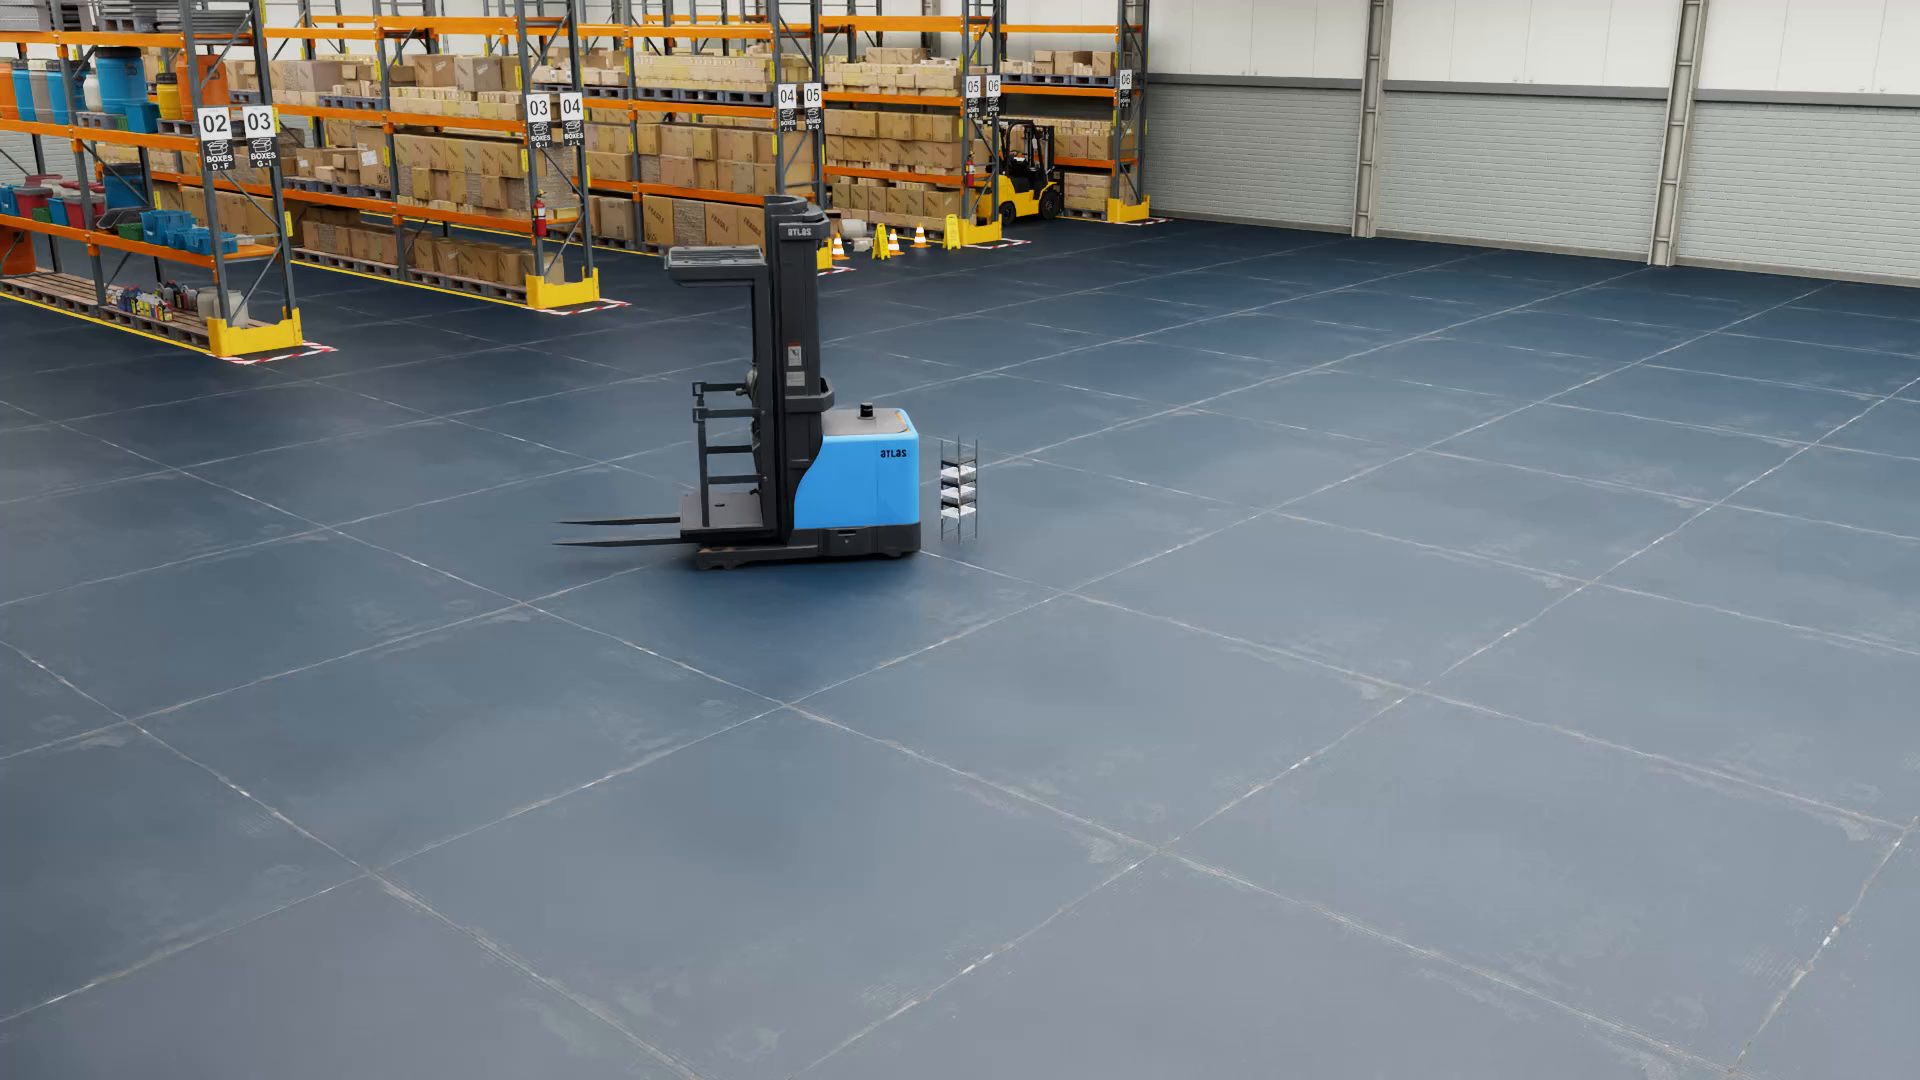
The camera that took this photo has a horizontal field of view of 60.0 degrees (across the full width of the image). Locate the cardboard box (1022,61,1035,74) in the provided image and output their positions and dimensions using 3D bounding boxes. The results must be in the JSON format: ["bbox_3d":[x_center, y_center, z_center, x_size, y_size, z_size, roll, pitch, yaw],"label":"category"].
[{"bbox_3d":[1.611,-10.557,37.148,0.258,0.266,0.396,14,23,38],"label":"cardboard box"}]

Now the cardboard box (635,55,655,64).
[{"bbox_3d":[-5.753,-8.834,30.595,0.250,0.149,0.380,15,23,40],"label":"cardboard box"}]

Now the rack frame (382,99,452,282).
[{"bbox_3d":[-9.167,-5.944,28.210,0.127,3.000,1.000,15,23,39],"label":"rack frame"}]

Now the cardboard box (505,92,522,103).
[{"bbox_3d":[-6.707,-6.753,25.390,0.250,0.149,0.380,14,22,38],"label":"cardboard box"}]

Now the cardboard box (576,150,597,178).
[{"bbox_3d":[-7.123,-7.341,32.446,0.500,0.500,0.500,15,23,40],"label":"cardboard box"}]

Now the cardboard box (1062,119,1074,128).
[{"bbox_3d":[2.463,-9.212,36.780,0.250,0.149,0.380,16,23,41],"label":"cardboard box"}]

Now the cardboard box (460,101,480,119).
[{"bbox_3d":[-7.458,-6.743,26.016,0.500,0.250,0.500,16,23,40],"label":"cardboard box"}]

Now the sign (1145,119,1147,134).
[{"bbox_3d":[4.067,-9.081,36.534,0.005,0.325,0.100,15,23,39],"label":"sign"}]

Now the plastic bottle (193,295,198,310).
[{"bbox_3d":[-11.171,-3.481,24.347,0.097,0.201,0.097,0,18,0],"label":"plastic bottle"}]

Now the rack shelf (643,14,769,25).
[{"bbox_3d":[-6.777,-13.833,44.345,4.000,0.370,1.077,15,23,39],"label":"rack shelf"}]

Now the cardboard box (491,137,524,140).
[{"bbox_3d":[-7.150,-6.181,26.647,0.500,0.500,0.500,15,23,39],"label":"cardboard box"}]

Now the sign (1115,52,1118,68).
[{"bbox_3d":[3.324,-10.201,35.332,0.005,0.325,0.100,15,23,39],"label":"sign"}]

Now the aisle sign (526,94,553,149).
[{"bbox_3d":[-6.328,-6.300,25.033,0.004,0.787,0.394,15,23,39],"label":"aisle sign"}]

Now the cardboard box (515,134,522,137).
[{"bbox_3d":[-9.011,-8.350,34.531,0.250,0.149,0.380,15,23,39],"label":"cardboard box"}]

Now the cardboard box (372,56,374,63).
[{"bbox_3d":[-12.732,-10.609,36.714,0.250,0.149,0.380,16,24,41],"label":"cardboard box"}]

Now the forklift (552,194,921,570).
[{"bbox_3d":[-1.890,-1.324,13.767,3.031,2.935,1.130,-3,18,-8],"label":"forklift"}]

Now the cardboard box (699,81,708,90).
[{"bbox_3d":[-4.422,-8.097,29.591,0.250,0.149,0.380,15,23,40],"label":"cardboard box"}]

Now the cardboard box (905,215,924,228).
[{"bbox_3d":[-0.763,-6.480,33.750,0.500,0.250,0.500,15,23,39],"label":"cardboard box"}]

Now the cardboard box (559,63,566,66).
[{"bbox_3d":[-9.461,-11.459,40.185,0.250,0.149,0.380,16,23,41],"label":"cardboard box"}]

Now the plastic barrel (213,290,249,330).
[{"bbox_3d":[-10.006,-3.149,22.823,0.421,0.512,0.421,0,18,0],"label":"plastic barrel"}]

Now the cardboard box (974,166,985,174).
[{"bbox_3d":[0.286,-7.378,33.145,0.250,0.149,0.380,15,23,39],"label":"cardboard box"}]

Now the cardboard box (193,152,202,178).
[{"bbox_3d":[-14.596,-7.348,32.470,0.500,0.500,0.500,15,23,39],"label":"cardboard box"}]

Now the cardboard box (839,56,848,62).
[{"bbox_3d":[-2.743,-11.805,40.817,0.250,0.149,0.380,16,24,41],"label":"cardboard box"}]

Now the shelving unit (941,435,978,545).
[{"bbox_3d":[-0.006,-0.431,14.309,0.210,0.900,0.258,15,23,39],"label":"shelving unit"}]

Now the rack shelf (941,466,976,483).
[{"bbox_3d":[-0.006,-0.570,14.264,0.200,0.077,0.258,15,23,39],"label":"rack shelf"}]

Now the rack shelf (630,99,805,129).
[{"bbox_3d":[-4.303,-7.731,30.072,4.000,0.370,1.077,15,23,39],"label":"rack shelf"}]

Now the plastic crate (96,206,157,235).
[{"bbox_3d":[-12.148,-4.660,24.267,0.504,0.338,0.767,15,23,39],"label":"plastic crate"}]

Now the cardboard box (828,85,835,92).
[{"bbox_3d":[-2.518,-9.377,34.483,0.250,0.149,0.380,15,23,38],"label":"cardboard box"}]

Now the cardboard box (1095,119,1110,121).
[{"bbox_3d":[3.205,-9.231,36.838,0.250,0.149,0.380,16,23,40],"label":"cardboard box"}]

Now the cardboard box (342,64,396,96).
[{"bbox_3d":[-10.158,-7.929,28.641,0.637,0.503,0.797,16,24,41],"label":"cardboard box"}]

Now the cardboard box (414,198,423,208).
[{"bbox_3d":[-8.822,-5.616,27.592,0.250,0.149,0.380,15,23,39],"label":"cardboard box"}]

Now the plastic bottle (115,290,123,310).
[{"bbox_3d":[-12.247,-3.513,24.326,0.135,0.276,0.152,16,24,41],"label":"plastic bottle"}]

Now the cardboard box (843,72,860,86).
[{"bbox_3d":[-2.050,-9.434,34.006,0.500,0.250,0.500,15,23,39],"label":"cardboard box"}]

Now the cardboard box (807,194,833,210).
[{"bbox_3d":[-2.983,-7.238,35.939,0.625,0.372,0.950,15,23,40],"label":"cardboard box"}]

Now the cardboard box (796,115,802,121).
[{"bbox_3d":[-3.609,-9.062,35.611,0.250,0.149,0.380,14,22,38],"label":"cardboard box"}]

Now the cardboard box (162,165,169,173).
[{"bbox_3d":[-15.789,-7.469,33.432,0.250,0.149,0.380,16,23,40],"label":"cardboard box"}]

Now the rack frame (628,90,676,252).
[{"bbox_3d":[-5.799,-7.046,31.682,0.127,3.000,1.000,15,23,39],"label":"rack frame"}]

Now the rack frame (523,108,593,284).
[{"bbox_3d":[-6.175,-5.141,25.680,0.127,3.000,1.000,15,23,39],"label":"rack frame"}]

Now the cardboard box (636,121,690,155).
[{"bbox_3d":[-5.546,-7.550,31.238,0.550,0.550,0.875,15,23,39],"label":"cardboard box"}]

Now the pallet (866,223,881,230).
[{"bbox_3d":[-2.063,-6.730,35.297,1.213,0.211,1.003,15,23,39],"label":"pallet"}]

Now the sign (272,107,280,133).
[{"bbox_3d":[-9.095,-5.578,22.083,0.005,0.325,0.100,15,23,39],"label":"sign"}]

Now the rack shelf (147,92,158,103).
[{"bbox_3d":[-16.647,-9.039,34.192,4.000,0.370,1.077,15,23,39],"label":"rack shelf"}]

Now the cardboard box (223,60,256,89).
[{"bbox_3d":[-13.367,-8.684,31.026,0.500,0.500,0.500,17,24,42],"label":"cardboard box"}]

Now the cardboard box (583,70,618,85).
[{"bbox_3d":[-6.869,-8.850,31.797,0.500,0.250,0.500,15,23,39],"label":"cardboard box"}]

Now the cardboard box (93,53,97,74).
[{"bbox_3d":[-17.718,-9.986,34.964,0.500,0.500,0.700,13,22,36],"label":"cardboard box"}]

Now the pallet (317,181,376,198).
[{"bbox_3d":[-10.651,-6.267,29.547,1.213,0.211,1.003,15,23,39],"label":"pallet"}]

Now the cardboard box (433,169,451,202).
[{"bbox_3d":[-8.080,-5.843,27.235,0.500,0.500,0.875,15,23,39],"label":"cardboard box"}]

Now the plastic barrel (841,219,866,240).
[{"bbox_3d":[-2.147,-6.227,33.362,0.512,0.421,0.421,-3,18,-8],"label":"plastic barrel"}]

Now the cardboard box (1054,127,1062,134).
[{"bbox_3d":[2.273,-9.122,36.986,0.250,0.149,0.380,15,23,40],"label":"cardboard box"}]

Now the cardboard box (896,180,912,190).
[{"bbox_3d":[-1.071,-7.204,33.720,0.250,0.149,0.380,16,24,42],"label":"cardboard box"}]

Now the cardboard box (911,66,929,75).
[{"bbox_3d":[-0.751,-9.295,32.907,0.250,0.149,0.380,15,23,39],"label":"cardboard box"}]

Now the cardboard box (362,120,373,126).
[{"bbox_3d":[-13.078,-9.560,37.294,0.500,0.500,0.500,16,23,41],"label":"cardboard box"}]

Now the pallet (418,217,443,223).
[{"bbox_3d":[-11.200,-7.167,36.674,1.213,0.211,1.003,15,23,39],"label":"pallet"}]

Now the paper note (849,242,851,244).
[{"bbox_3d":[-2.162,-5.906,33.019,0.148,0.019,0.142,-9,20,-27],"label":"paper note"}]
